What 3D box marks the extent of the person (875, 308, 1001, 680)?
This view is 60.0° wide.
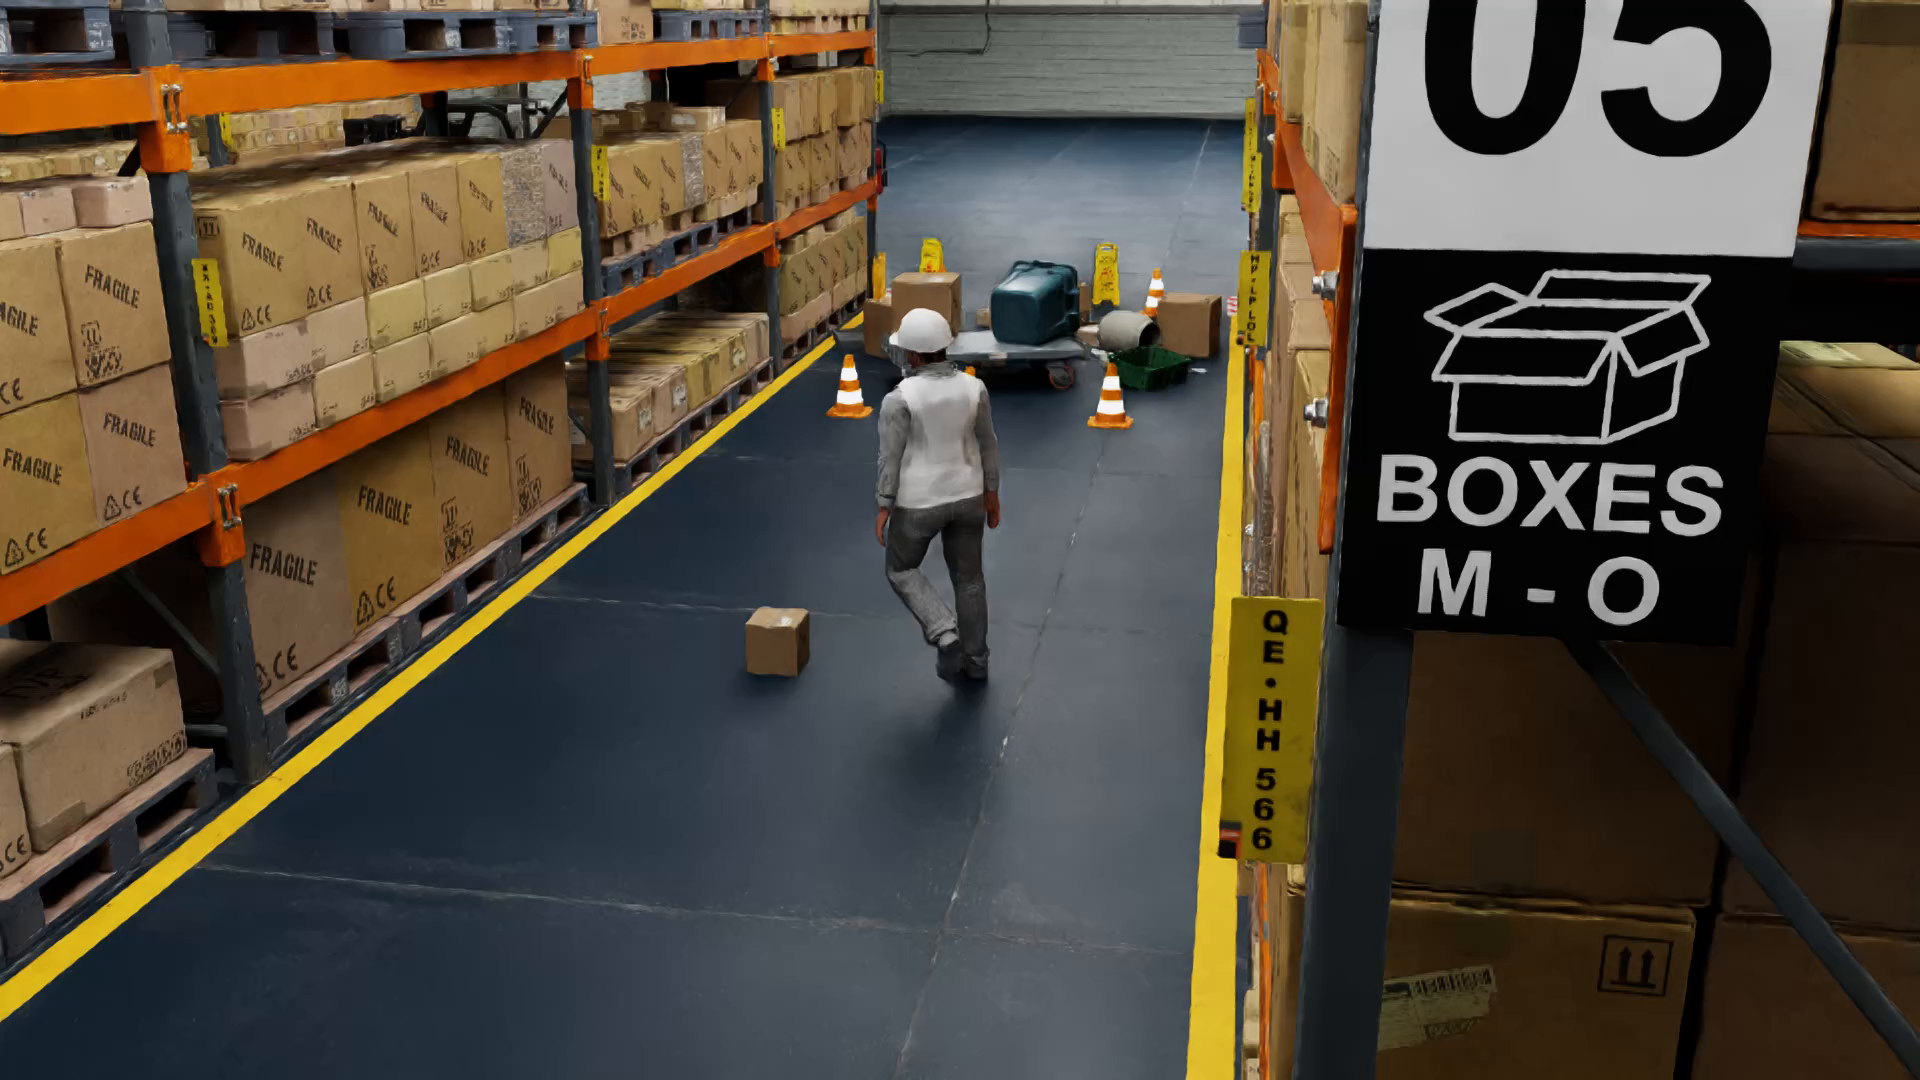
[{"bbox_3d":[-0.097,-0.181,7.531,0.603,1.758,0.510,-7,19,-22],"label":"person"}]
